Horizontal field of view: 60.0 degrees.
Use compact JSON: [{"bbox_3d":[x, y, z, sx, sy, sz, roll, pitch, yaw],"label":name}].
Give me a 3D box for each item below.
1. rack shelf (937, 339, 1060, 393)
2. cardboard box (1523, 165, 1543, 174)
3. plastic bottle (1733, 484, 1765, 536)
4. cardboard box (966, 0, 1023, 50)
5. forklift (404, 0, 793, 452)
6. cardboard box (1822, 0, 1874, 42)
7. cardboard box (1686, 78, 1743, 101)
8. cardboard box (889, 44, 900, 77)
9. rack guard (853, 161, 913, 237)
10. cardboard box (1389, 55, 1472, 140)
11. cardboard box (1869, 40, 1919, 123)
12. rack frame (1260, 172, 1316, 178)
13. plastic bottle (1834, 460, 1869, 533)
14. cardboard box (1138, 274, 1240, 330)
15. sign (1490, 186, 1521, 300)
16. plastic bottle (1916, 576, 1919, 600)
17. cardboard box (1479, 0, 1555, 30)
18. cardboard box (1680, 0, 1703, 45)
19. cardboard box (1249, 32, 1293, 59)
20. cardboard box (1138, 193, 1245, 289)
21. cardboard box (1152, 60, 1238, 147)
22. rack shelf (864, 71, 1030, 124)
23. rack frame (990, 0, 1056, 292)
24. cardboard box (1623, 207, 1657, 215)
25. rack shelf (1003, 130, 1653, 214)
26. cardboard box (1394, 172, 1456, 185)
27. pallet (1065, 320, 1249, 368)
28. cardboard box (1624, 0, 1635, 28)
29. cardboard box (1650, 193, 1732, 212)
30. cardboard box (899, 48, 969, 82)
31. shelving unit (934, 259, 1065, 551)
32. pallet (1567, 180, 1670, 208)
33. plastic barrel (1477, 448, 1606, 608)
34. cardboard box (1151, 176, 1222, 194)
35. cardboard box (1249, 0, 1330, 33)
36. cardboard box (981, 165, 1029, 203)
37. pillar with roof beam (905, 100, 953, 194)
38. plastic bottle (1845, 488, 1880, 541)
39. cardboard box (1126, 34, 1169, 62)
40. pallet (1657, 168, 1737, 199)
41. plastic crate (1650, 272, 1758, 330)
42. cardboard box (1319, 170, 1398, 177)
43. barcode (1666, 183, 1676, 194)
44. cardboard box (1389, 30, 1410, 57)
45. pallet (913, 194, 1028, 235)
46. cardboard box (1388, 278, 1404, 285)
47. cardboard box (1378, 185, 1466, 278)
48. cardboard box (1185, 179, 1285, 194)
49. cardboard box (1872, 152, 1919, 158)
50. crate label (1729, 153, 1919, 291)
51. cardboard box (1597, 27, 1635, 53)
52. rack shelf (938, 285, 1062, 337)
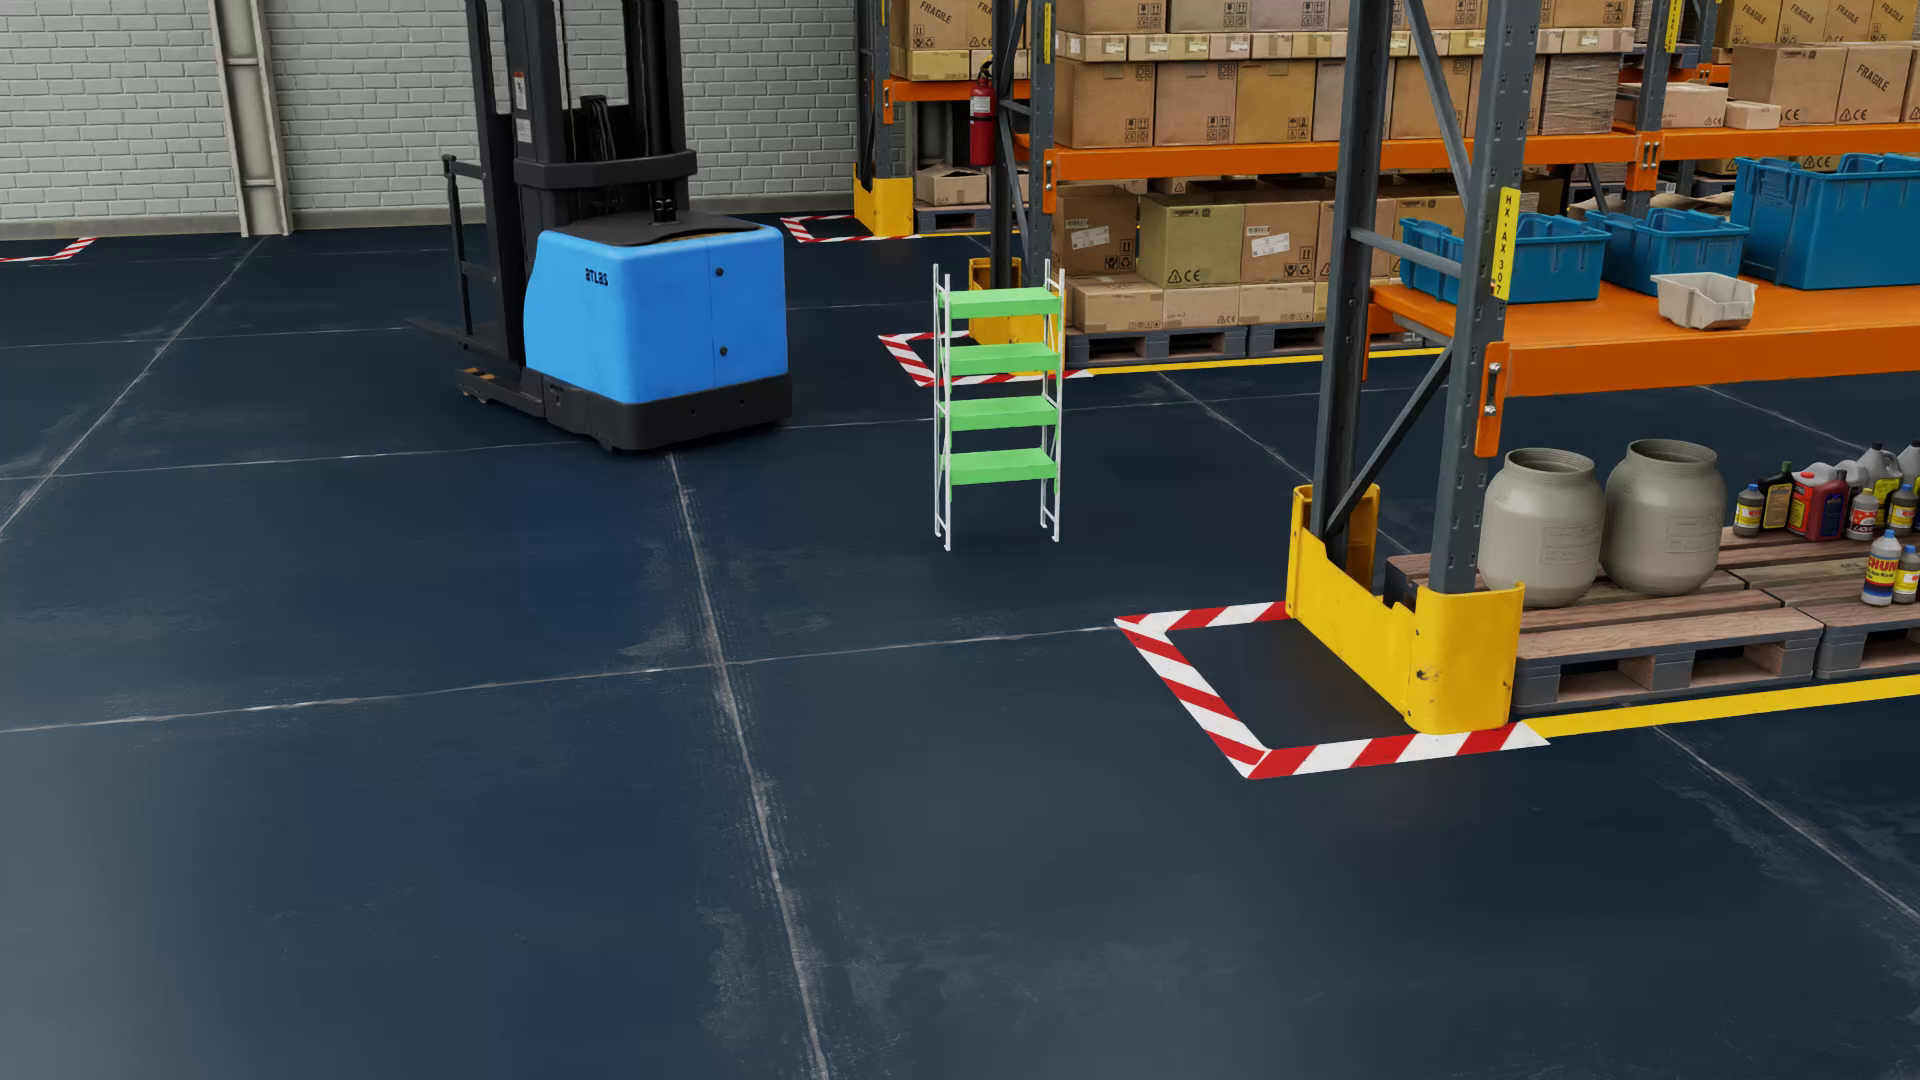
[{"bbox_3d":[0.161,-0.742,7.083,0.480,0.148,0.258,-5,21,-12],"label":"rack shelf"},{"bbox_3d":[5.319,-3.798,16.317,0.500,0.500,0.700,-5,21,-13],"label":"cardboard box"},{"bbox_3d":[3.193,-0.126,6.726,0.097,0.201,0.097,0,20,0],"label":"plastic bottle"},{"bbox_3d":[0.244,-4.521,14.395,0.500,0.500,0.500,-5,21,-12],"label":"cardboard box"},{"bbox_3d":[-2.253,-2.251,9.198,1.130,2.935,3.031,-17,26,-39],"label":"forklift"},{"bbox_3d":[8.539,-5.117,16.315,0.500,0.500,0.500,-5,21,-13],"label":"cardboard box"},{"bbox_3d":[5.077,-2.984,11.295,0.258,0.266,0.396,-5,21,-14],"label":"cardboard box"},{"bbox_3d":[-0.362,-4.298,14.876,0.500,0.250,0.500,-4,21,-12],"label":"cardboard box"},{"bbox_3d":[-0.699,-3.090,15.022,0.348,0.500,1.175,-5,21,-12],"label":"rack guard"},{"bbox_3d":[2.832,-2.844,10.571,0.500,0.500,0.700,-4,21,-12],"label":"cardboard box"},{"bbox_3d":[6.527,-3.141,11.384,0.500,0.500,0.500,-6,21,-15],"label":"cardboard box"},{"bbox_3d":[3.120,-4.574,15.440,0.127,3.000,1.000,-5,21,-12],"label":"rack frame"},{"bbox_3d":[3.580,-0.183,6.773,0.135,0.276,0.152,-5,21,-14],"label":"plastic bottle"},{"bbox_3d":[1.430,-1.514,10.475,0.500,0.250,0.500,-5,21,-12],"label":"cardboard box"},{"bbox_3d":[1.629,-0.887,4.972,0.005,0.325,0.100,-5,21,-12],"label":"sign"},{"bbox_3d":[3.568,0.077,6.054,0.133,0.283,0.061,-4,21,-12],"label":"plastic bottle"},{"bbox_3d":[3.342,-3.495,10.462,0.500,0.500,0.700,-5,21,-13],"label":"cardboard box"},{"bbox_3d":[7.412,-5.212,16.576,0.500,0.500,0.500,-5,21,-12],"label":"cardboard box"},{"bbox_3d":[1.806,-2.992,10.034,0.250,0.149,0.380,-5,21,-14],"label":"cardboard box"},{"bbox_3d":[1.430,-1.866,10.344,0.500,0.500,0.500,-5,21,-12],"label":"cardboard box"},{"bbox_3d":[1.338,-2.722,10.240,0.500,0.500,0.700,-4,21,-11],"label":"cardboard box"},{"bbox_3d":[1.174,-4.078,15.132,4.000,0.370,1.077,-5,21,-12],"label":"rack shelf"},{"bbox_3d":[0.371,-2.600,10.050,0.127,3.000,1.000,-5,21,-12],"label":"rack frame"},{"bbox_3d":[4.723,-2.035,11.080,0.500,0.311,0.500,-5,21,-12],"label":"cardboard box"},{"bbox_3d":[2.317,-2.420,10.606,4.000,0.370,1.077,-5,21,-12],"label":"rack shelf"},{"bbox_3d":[3.255,-2.200,11.257,0.500,0.500,0.500,-5,21,-12],"label":"cardboard box"},{"bbox_3d":[1.105,-1.365,10.733,1.213,0.211,1.003,-5,21,-12],"label":"pallet"},{"bbox_3d":[6.020,-5.050,15.955,0.500,0.500,0.700,-7,21,-18],"label":"cardboard box"},{"bbox_3d":[5.096,-2.257,11.686,0.500,0.311,0.500,-4,21,-11],"label":"cardboard box"},{"bbox_3d":[-0.225,-4.129,14.414,0.500,0.250,0.500,-5,21,-14],"label":"cardboard box"},{"bbox_3d":[0.161,-0.576,7.144,0.503,1.200,0.258,-5,21,-12],"label":"shelving unit"},{"bbox_3d":[6.252,-3.520,16.617,1.213,0.211,1.003,-5,21,-12],"label":"pallet"},{"bbox_3d":[2.130,-0.048,6.091,0.421,0.512,0.421,0,20,0],"label":"plastic barrel"},{"bbox_3d":[2.119,-3.511,15.534,0.500,0.500,0.500,-6,21,-17],"label":"cardboard box"},{"bbox_3d":[1.880,-3.376,10.139,0.500,0.500,0.700,-5,21,-12],"label":"cardboard box"},{"bbox_3d":[0.476,-3.271,15.153,0.500,0.311,0.500,-3,20,-8],"label":"cardboard box"},{"bbox_3d":[0.700,-5.978,10.552,0.400,9.000,9.100,-5,21,-12],"label":"pillar with roof beam"},{"bbox_3d":[3.627,-0.107,6.675,0.097,0.201,0.097,0,20,0],"label":"plastic bottle"},{"bbox_3d":[1.059,-2.932,9.869,0.250,0.149,0.380,-5,21,-14],"label":"cardboard box"},{"bbox_3d":[7.797,-3.618,16.886,1.213,0.211,1.003,-5,21,-12],"label":"pallet"},{"bbox_3d":[2.452,-0.780,5.468,0.250,0.136,0.298,-5,21,-12],"label":"plastic crate"},{"bbox_3d":[3.832,-3.671,15.969,0.500,0.500,0.700,-4,20,-11],"label":"cardboard box"},{"bbox_3d":[4.608,-2.281,10.778,0.075,0.075,0.001,-5,21,-12],"label":"barcode"},{"bbox_3d":[2.554,-3.052,10.198,0.250,0.149,0.380,-4,20,-11],"label":"cardboard box"},{"bbox_3d":[0.100,-3.007,15.215,1.213,0.211,1.003,-5,21,-12],"label":"pallet"},{"bbox_3d":[2.890,-1.632,10.795,0.500,0.250,0.500,-5,21,-12],"label":"cardboard box"},{"bbox_3d":[2.887,-1.988,10.677,0.500,0.500,0.500,-5,21,-12],"label":"cardboard box"},{"bbox_3d":[1.794,-2.084,10.939,0.500,0.500,0.500,-5,21,-12],"label":"cardboard box"},{"bbox_3d":[9.438,-4.229,17.012,0.750,0.750,0.750,-4,20,-11],"label":"cardboard box"},{"bbox_3d":[3.236,-1.194,6.162,0.616,0.435,0.502,-5,21,-12],"label":"crate label"},{"bbox_3d":[4.048,-3.174,10.531,0.250,0.149,0.380,-5,21,-13],"label":"cardboard box"},{"bbox_3d":[0.161,-0.967,7.001,0.480,0.148,0.258,-5,21,-12],"label":"rack shelf"}]
